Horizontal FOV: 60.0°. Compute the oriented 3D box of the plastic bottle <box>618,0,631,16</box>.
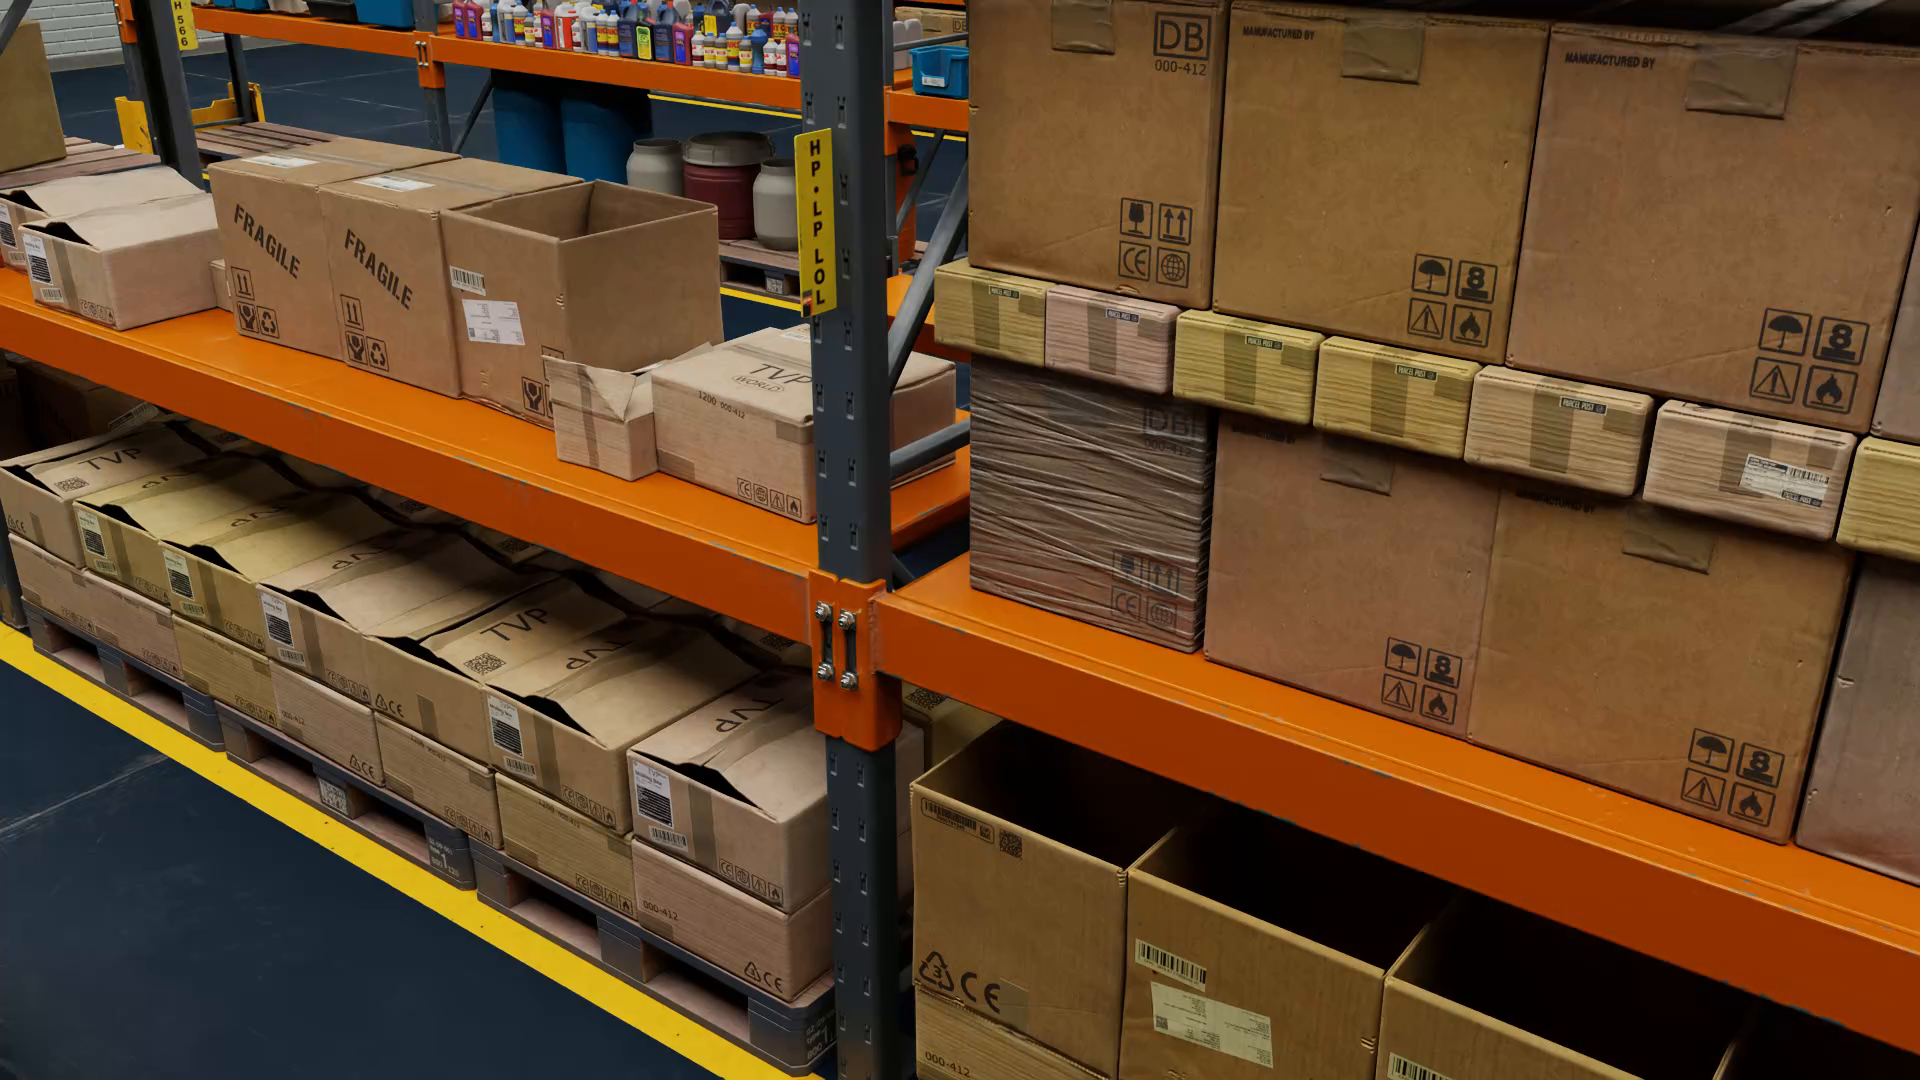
[{"bbox_3d":[-2.220,-3.476,11.078,0.097,0.271,0.097,0,24,0],"label":"plastic bottle"}]

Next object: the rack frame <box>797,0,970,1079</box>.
[{"bbox_3d":[0.063,-0.249,3.594,0.127,3.000,1.000,17,29,33],"label":"rack frame"}]

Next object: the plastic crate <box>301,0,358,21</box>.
[{"bbox_3d":[-4.422,-3.866,12.071,0.590,0.125,0.437,17,29,33],"label":"plastic crate"}]

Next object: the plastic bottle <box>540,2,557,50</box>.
[{"bbox_3d":[-2.617,-3.286,10.633,0.133,0.283,0.061,17,29,33],"label":"plastic bottle"}]

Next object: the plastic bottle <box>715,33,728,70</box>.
[{"bbox_3d":[-1.399,-2.890,9.835,0.097,0.201,0.097,0,24,0],"label":"plastic bottle"}]

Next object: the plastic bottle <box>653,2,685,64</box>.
[{"bbox_3d":[-1.761,-3.079,10.080,0.185,0.351,0.144,17,29,33],"label":"plastic bottle"}]

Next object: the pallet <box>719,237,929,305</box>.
[{"bbox_3d":[-0.820,-1.714,10.379,1.213,0.211,1.003,17,29,33],"label":"pallet"}]

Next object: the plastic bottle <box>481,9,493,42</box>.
[{"bbox_3d":[-3.118,-3.409,11.013,0.097,0.201,0.097,0,24,0],"label":"plastic bottle"}]

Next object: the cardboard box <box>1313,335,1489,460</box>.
[{"bbox_3d":[0.781,-0.278,2.733,0.250,0.149,0.380,17,29,33],"label":"cardboard box"}]

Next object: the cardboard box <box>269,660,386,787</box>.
[{"bbox_3d":[-1.663,0.441,4.919,0.500,0.250,0.500,18,29,34],"label":"cardboard box"}]

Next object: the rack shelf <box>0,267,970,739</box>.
[{"bbox_3d":[-1.538,-0.403,4.837,4.000,0.370,1.077,17,29,33],"label":"rack shelf"}]

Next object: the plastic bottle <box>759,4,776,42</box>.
[{"bbox_3d":[-1.214,-3.263,10.580,0.133,0.283,0.061,17,29,33],"label":"plastic bottle"}]

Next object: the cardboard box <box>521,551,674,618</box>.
[{"bbox_3d":[-0.931,0.133,4.922,0.500,0.311,0.500,16,28,32],"label":"cardboard box"}]

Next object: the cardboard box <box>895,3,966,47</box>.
[{"bbox_3d":[0.130,-4.450,15.244,0.875,0.875,1.225,17,29,33],"label":"cardboard box"}]

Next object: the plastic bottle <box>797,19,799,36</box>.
[{"bbox_3d":[-0.951,-3.184,10.400,0.133,0.283,0.061,17,29,33],"label":"plastic bottle"}]

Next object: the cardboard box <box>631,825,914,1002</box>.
[{"bbox_3d":[-0.443,0.811,4.079,0.500,0.250,0.500,16,29,33],"label":"cardboard box"}]

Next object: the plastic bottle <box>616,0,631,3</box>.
[{"bbox_3d":[-2.285,-3.597,11.254,0.185,0.351,0.144,17,29,33],"label":"plastic bottle"}]

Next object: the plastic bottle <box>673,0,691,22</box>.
[{"bbox_3d":[-1.867,-3.434,10.977,0.135,0.276,0.152,17,29,33],"label":"plastic bottle"}]

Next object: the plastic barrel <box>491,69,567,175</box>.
[{"bbox_3d":[-2.940,-2.875,11.638,0.708,0.901,0.600,17,29,33],"label":"plastic barrel"}]

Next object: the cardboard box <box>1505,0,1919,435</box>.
[{"bbox_3d":[1.227,-0.540,2.522,0.500,0.500,0.700,17,29,33],"label":"cardboard box"}]

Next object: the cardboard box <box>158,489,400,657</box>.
[{"bbox_3d":[-2.063,0.063,5.080,0.500,0.311,0.500,16,28,32],"label":"cardboard box"}]

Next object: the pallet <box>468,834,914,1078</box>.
[{"bbox_3d":[-0.550,0.862,4.532,1.213,0.211,1.003,17,29,33],"label":"pallet"}]

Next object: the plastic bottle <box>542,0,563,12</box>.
[{"bbox_3d":[-2.856,-3.733,11.656,0.135,0.276,0.152,17,29,33],"label":"plastic bottle"}]

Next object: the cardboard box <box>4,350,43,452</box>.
[{"bbox_3d":[-3.753,-0.601,6.947,0.500,0.500,0.500,16,28,31],"label":"cardboard box"}]

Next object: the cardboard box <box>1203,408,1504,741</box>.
[{"bbox_3d":[0.847,-0.064,3.051,0.500,0.500,0.700,16,29,33],"label":"cardboard box"}]

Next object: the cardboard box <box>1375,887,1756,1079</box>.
[{"bbox_3d":[1.046,0.929,2.880,0.500,0.500,0.500,17,29,33],"label":"cardboard box"}]

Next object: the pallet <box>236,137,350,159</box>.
[{"bbox_3d":[-4.957,-2.965,13.217,1.213,0.211,1.003,17,29,33],"label":"pallet"}]

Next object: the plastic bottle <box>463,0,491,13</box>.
[{"bbox_3d":[-3.245,-3.559,11.167,0.185,0.351,0.144,17,29,33],"label":"plastic bottle"}]

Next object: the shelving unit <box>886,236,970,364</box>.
[{"bbox_3d":[-0.005,-0.516,6.527,1.048,1.125,0.538,17,29,33],"label":"shelving unit"}]

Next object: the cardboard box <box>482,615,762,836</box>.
[{"bbox_3d":[-0.853,0.431,4.244,0.500,0.311,0.500,18,29,35],"label":"cardboard box"}]

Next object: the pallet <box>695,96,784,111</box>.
[{"bbox_3d":[-1.937,-4.606,16.943,1.213,0.211,1.003,17,29,33],"label":"pallet"}]

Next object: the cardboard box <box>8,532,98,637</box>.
[{"bbox_3d":[-2.895,0.071,5.757,0.500,0.250,0.500,17,29,33],"label":"cardboard box"}]

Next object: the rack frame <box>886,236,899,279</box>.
[{"bbox_3d":[-0.412,-0.639,6.806,0.032,1.125,0.500,17,29,33],"label":"rack frame"}]

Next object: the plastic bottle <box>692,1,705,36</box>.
[{"bbox_3d":[-1.687,-3.361,10.817,0.097,0.271,0.097,0,24,0],"label":"plastic bottle"}]

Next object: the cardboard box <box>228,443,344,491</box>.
[{"bbox_3d":[-2.151,-0.236,5.759,0.500,0.311,0.500,16,29,33],"label":"cardboard box"}]

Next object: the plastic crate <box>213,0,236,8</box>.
[{"bbox_3d":[-5.512,-4.214,12.728,0.300,0.233,0.416,17,29,33],"label":"plastic crate"}]

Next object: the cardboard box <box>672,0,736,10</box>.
[{"bbox_3d":[-2.307,-5.217,16.984,0.875,0.875,0.875,17,29,33],"label":"cardboard box"}]

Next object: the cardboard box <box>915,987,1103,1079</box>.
[{"bbox_3d":[0.252,1.027,3.588,0.500,0.250,0.500,17,29,33],"label":"cardboard box"}]

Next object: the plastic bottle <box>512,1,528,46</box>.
[{"bbox_3d":[-2.854,-3.361,10.819,0.097,0.271,0.097,0,24,0],"label":"plastic bottle"}]

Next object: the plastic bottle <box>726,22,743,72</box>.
[{"bbox_3d":[-1.321,-2.898,9.767,0.097,0.271,0.097,0,24,0],"label":"plastic bottle"}]

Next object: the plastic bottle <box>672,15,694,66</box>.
[{"bbox_3d":[-1.658,-2.996,9.975,0.133,0.283,0.061,17,29,33],"label":"plastic bottle"}]

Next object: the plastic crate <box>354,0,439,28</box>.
[{"bbox_3d":[-3.943,-3.804,11.608,0.575,0.384,0.392,17,29,33],"label":"plastic crate"}]

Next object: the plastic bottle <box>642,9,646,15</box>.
[{"bbox_3d":[-1.978,-3.169,10.383,0.097,0.271,0.097,0,24,0],"label":"plastic bottle"}]

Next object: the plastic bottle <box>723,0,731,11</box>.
[{"bbox_3d":[-1.552,-3.375,10.751,0.185,0.351,0.144,17,29,33],"label":"plastic bottle"}]

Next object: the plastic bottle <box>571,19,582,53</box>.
[{"bbox_3d":[-2.406,-3.194,10.525,0.097,0.201,0.097,0,24,0],"label":"plastic bottle"}]

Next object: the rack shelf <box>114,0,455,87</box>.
[{"bbox_3d":[-4.965,-3.935,12.853,4.000,0.370,1.077,17,29,33],"label":"rack shelf"}]

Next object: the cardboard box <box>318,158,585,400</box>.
[{"bbox_3d":[-1.364,-0.734,4.572,0.500,0.500,0.500,17,29,33],"label":"cardboard box"}]

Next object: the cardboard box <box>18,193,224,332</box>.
[{"bbox_3d":[-2.539,-0.897,5.175,0.500,0.311,0.500,16,29,33],"label":"cardboard box"}]

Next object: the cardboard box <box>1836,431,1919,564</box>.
[{"bbox_3d":[1.403,-0.090,2.307,0.250,0.149,0.380,17,29,33],"label":"cardboard box"}]

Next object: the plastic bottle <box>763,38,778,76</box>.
[{"bbox_3d":[-1.088,-2.796,9.621,0.097,0.201,0.097,0,24,0],"label":"plastic bottle"}]

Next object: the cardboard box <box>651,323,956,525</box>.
[{"bbox_3d":[-0.357,-0.285,3.863,0.500,0.250,0.500,19,30,36],"label":"cardboard box"}]

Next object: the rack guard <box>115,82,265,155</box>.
[{"bbox_3d":[-6.593,-3.606,14.313,0.348,0.500,1.175,17,29,33],"label":"rack guard"}]

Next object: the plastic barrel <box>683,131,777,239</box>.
[{"bbox_3d":[-1.470,-2.288,10.692,0.708,0.588,0.600,17,29,33],"label":"plastic barrel"}]

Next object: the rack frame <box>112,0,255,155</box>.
[{"bbox_3d":[-6.566,-4.748,13.806,0.127,3.000,1.000,17,29,33],"label":"rack frame"}]

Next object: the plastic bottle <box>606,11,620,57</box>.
[{"bbox_3d":[-2.142,-3.146,10.331,0.097,0.271,0.097,0,24,0],"label":"plastic bottle"}]

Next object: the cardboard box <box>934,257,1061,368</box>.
[{"bbox_3d":[0.162,-0.464,3.154,0.250,0.149,0.380,17,29,33],"label":"cardboard box"}]
